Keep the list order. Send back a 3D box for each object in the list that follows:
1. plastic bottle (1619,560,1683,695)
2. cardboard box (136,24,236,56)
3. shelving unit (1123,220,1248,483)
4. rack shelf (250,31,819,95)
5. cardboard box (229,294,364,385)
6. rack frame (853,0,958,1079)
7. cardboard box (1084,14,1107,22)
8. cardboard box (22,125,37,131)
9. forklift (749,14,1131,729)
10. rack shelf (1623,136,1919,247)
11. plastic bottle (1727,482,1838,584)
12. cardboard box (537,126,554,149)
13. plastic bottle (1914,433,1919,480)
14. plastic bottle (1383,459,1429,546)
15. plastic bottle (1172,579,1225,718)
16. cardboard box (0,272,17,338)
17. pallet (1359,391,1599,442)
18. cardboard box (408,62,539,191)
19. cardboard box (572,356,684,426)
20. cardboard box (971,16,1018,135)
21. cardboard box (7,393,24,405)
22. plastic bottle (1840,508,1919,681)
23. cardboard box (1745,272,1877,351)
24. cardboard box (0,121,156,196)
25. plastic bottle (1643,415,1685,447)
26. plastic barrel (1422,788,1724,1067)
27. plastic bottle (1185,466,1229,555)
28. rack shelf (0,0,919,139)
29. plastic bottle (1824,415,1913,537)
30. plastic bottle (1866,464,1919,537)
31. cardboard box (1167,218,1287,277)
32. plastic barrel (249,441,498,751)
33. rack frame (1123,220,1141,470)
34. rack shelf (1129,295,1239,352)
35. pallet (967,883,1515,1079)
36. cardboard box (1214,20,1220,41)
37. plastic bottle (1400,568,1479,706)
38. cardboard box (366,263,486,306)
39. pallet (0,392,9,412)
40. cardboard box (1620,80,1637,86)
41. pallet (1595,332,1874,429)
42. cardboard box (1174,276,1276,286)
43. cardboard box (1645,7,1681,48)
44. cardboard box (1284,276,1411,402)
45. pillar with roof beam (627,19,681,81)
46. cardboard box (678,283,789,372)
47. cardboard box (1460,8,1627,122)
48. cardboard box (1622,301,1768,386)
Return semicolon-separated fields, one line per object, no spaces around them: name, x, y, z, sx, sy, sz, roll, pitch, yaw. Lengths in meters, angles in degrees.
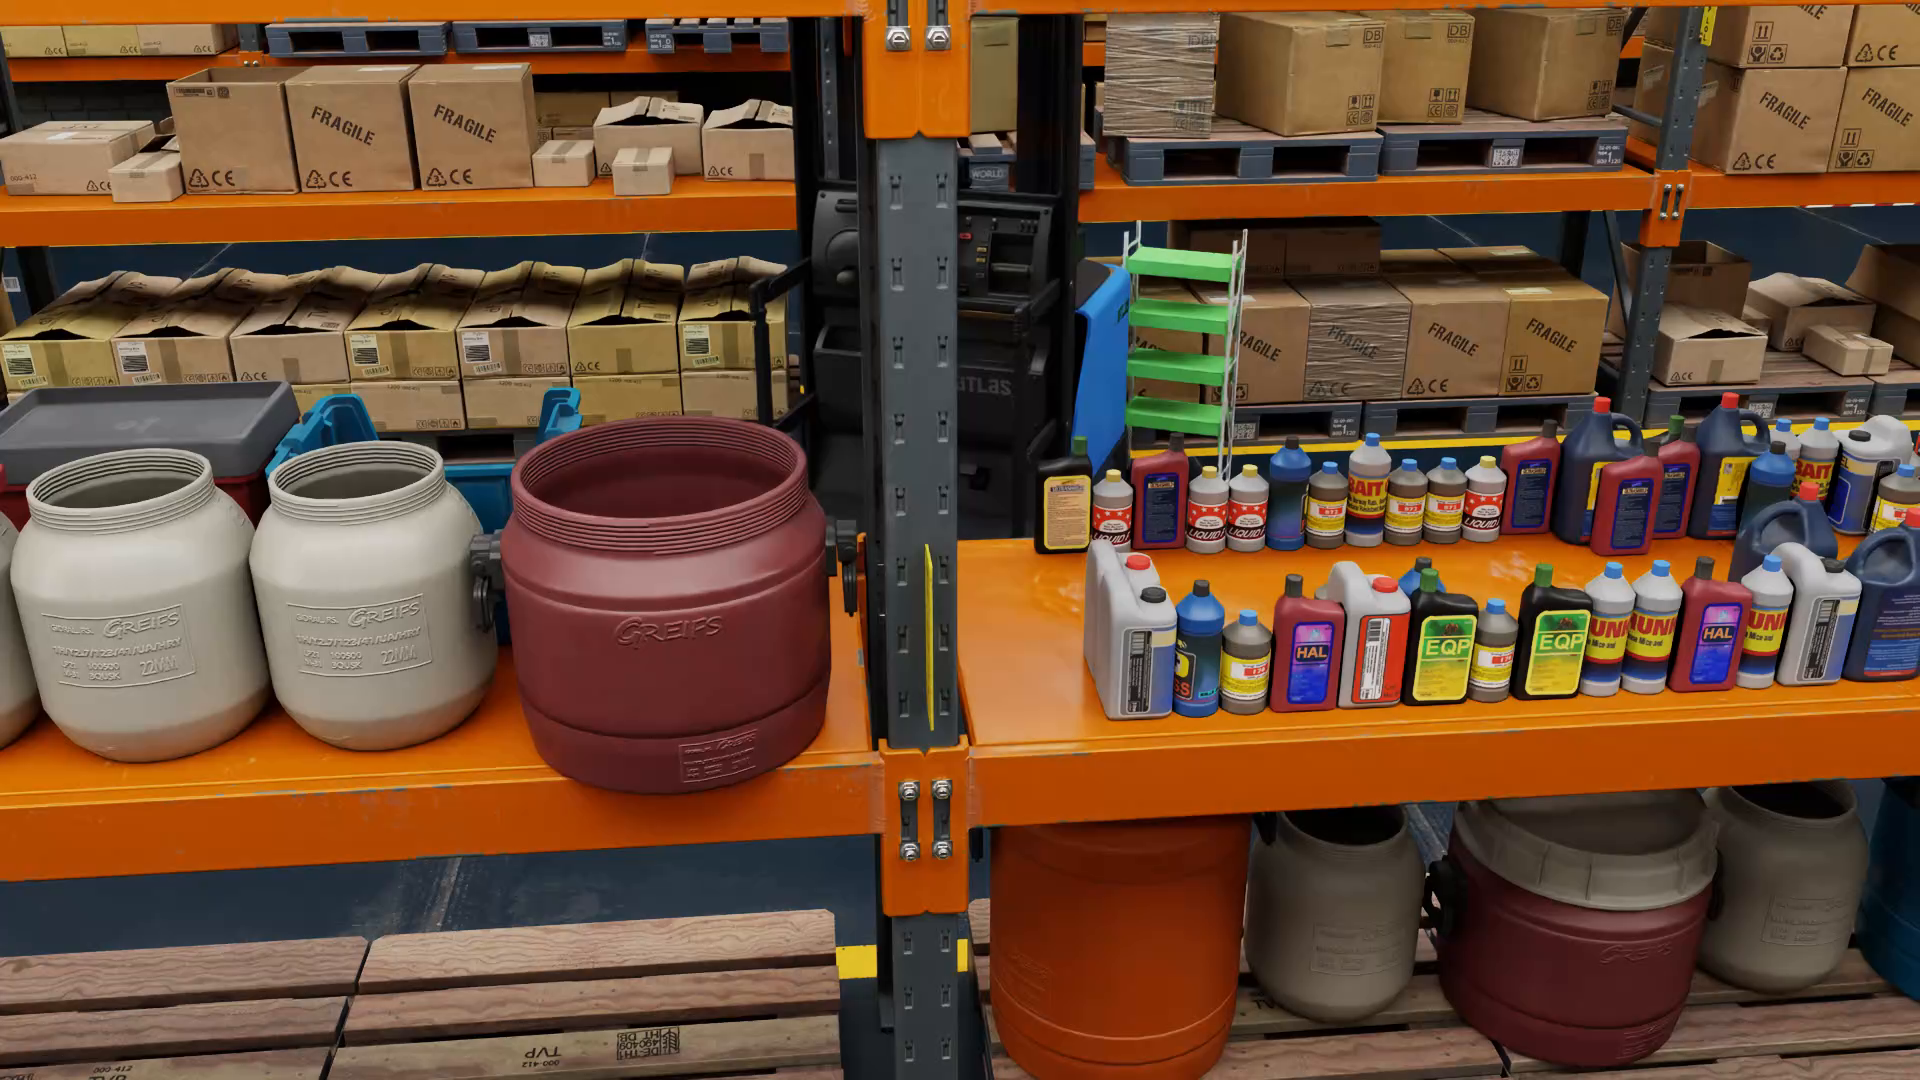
plastic bottle;1.385;0.169;3.335;0.097;0.271;0.097;0;24;0
cardboard box;-5.512;-3.617;11.854;0.500;0.250;0.500;-2;24;-5
shelving unit;1.005;-0.827;7.633;0.503;1.200;0.258;9;25;19
rack shelf;-3.080;-3.568;12.471;4.000;0.370;1.077;-2;24;-5
cardboard box;-3.130;-0.962;7.899;0.500;0.311;0.500;-3;24;-7
rack frame;-0.116;0.027;3.495;0.127;3.000;1.000;-2;24;-5
cardboard box;0.953;-4.144;12.367;0.500;0.500;0.500;-2;24;-4
cardboard box;-7.051;-2.740;12.256;0.500;0.500;0.700;-4;24;-8
forklift;-0.175;-1.068;6.045;1.130;2.935;3.031;8;25;16
rack shelf;5.372;-1.886;8.685;4.000;0.370;1.077;-2;24;-5
plastic bottle;1.737;0.047;3.512;0.185;0.351;0.144;-2;24;-5
cardboard box;-3.318;-2.957;12.746;0.500;0.500;0.700;-2;24;-5
plastic bottle;2.445;-0.174;4.102;0.135;0.276;0.152;-2;24;-5
plastic bottle;1.076;-0.096;4.018;0.097;0.201;0.097;0;24;0
plastic bottle;0.465;0.206;3.252;0.097;0.271;0.097;0;24;0
cardboard box;-5.072;-1.201;8.205;0.500;0.500;0.500;-2;24;-5
pallet;2.576;-0.813;8.818;1.213;0.211;1.003;-2;24;-5
cardboard box;-2.267;-1.947;7.814;0.500;0.500;0.500;-4;24;-8
cardboard box;-1.611;-0.769;8.155;0.500;0.250;0.500;-3;24;-6
cardboard box;0.017;-2.283;8.054;0.500;0.500;0.700;-11;26;-23
cardboard box;-4.154;-0.667;7.925;0.500;0.250;0.500;-3;24;-6
plastic bottle;1.886;0.103;3.386;0.185;0.351;0.144;-2;24;-5
cardboard box;4.667;-1.274;9.193;0.500;0.311;0.500;-2;24;-5
cardboard box;-4.094;-1.784;7.755;0.500;0.250;0.500;-1;24;-2
plastic bottle;1.699;-0.166;4.075;0.133;0.283;0.061;-2;24;-5
plastic barrel;1.493;0.866;4.061;0.708;0.588;0.600;-2;24;-5
plastic bottle;0.591;-0.077;3.974;0.097;0.201;0.097;0;24;0
rack shelf;-2.106;-0.935;2.853;4.000;0.370;1.077;-2;24;-5
plastic bottle;2.215;-0.165;4.081;0.135;0.276;0.152;-2;24;-5
plastic bottle;2.245;-0.081;3.984;0.097;0.201;0.097;0;24;0
cardboard box;1.382;-1.555;8.668;0.500;0.250;0.500;-3;24;-6
plastic barrel;-1.118;0.104;3.186;0.421;0.512;0.421;0;24;0
rack frame;0.776;-0.862;7.711;0.015;1.200;0.240;9;25;19
rack shelf;1.005;-0.988;7.562;0.480;0.148;0.258;9;25;19
pallet;0.665;1.253;4.170;1.213;0.211;1.003;-2;24;-5
cardboard box;1.814;-3.857;12.519;0.250;0.149;0.380;-2;24;-5
plastic bottle;0.945;0.189;3.276;0.133;0.283;0.061;-2;24;-5
cardboard box;-2.690;-1.200;8.434;0.500;0.311;0.500;-3;24;-6
pallet;-5.375;-0.526;8.174;1.213;0.211;1.003;-2;24;-5
cardboard box;5.537;-3.630;13.485;0.250;0.149;0.380;-2;24;-5
pallet;4.065;-0.887;8.987;1.213;0.211;1.003;-2;24;-5
cardboard box;1.346;-1.210;8.815;0.500;0.500;0.500;-3;24;-7
cardboard box;3.860;-2.762;8.417;0.500;0.500;0.500;-2;24;-5
cardboard box;1.927;-1.022;8.391;0.500;0.500;0.500;-2;24;-4
pillar with roof beam;-2.045;-5.276;8.041;0.400;9.000;9.100;-2;24;-5
cardboard box;-1.096;-1.046;8.088;0.500;0.311;0.500;-2;24;-4
cardboard box;2.888;-2.444;8.415;0.500;0.500;0.700;-11;26;-23
cardboard box;3.821;-1.036;8.657;0.500;0.311;0.500;-2;24;-5
